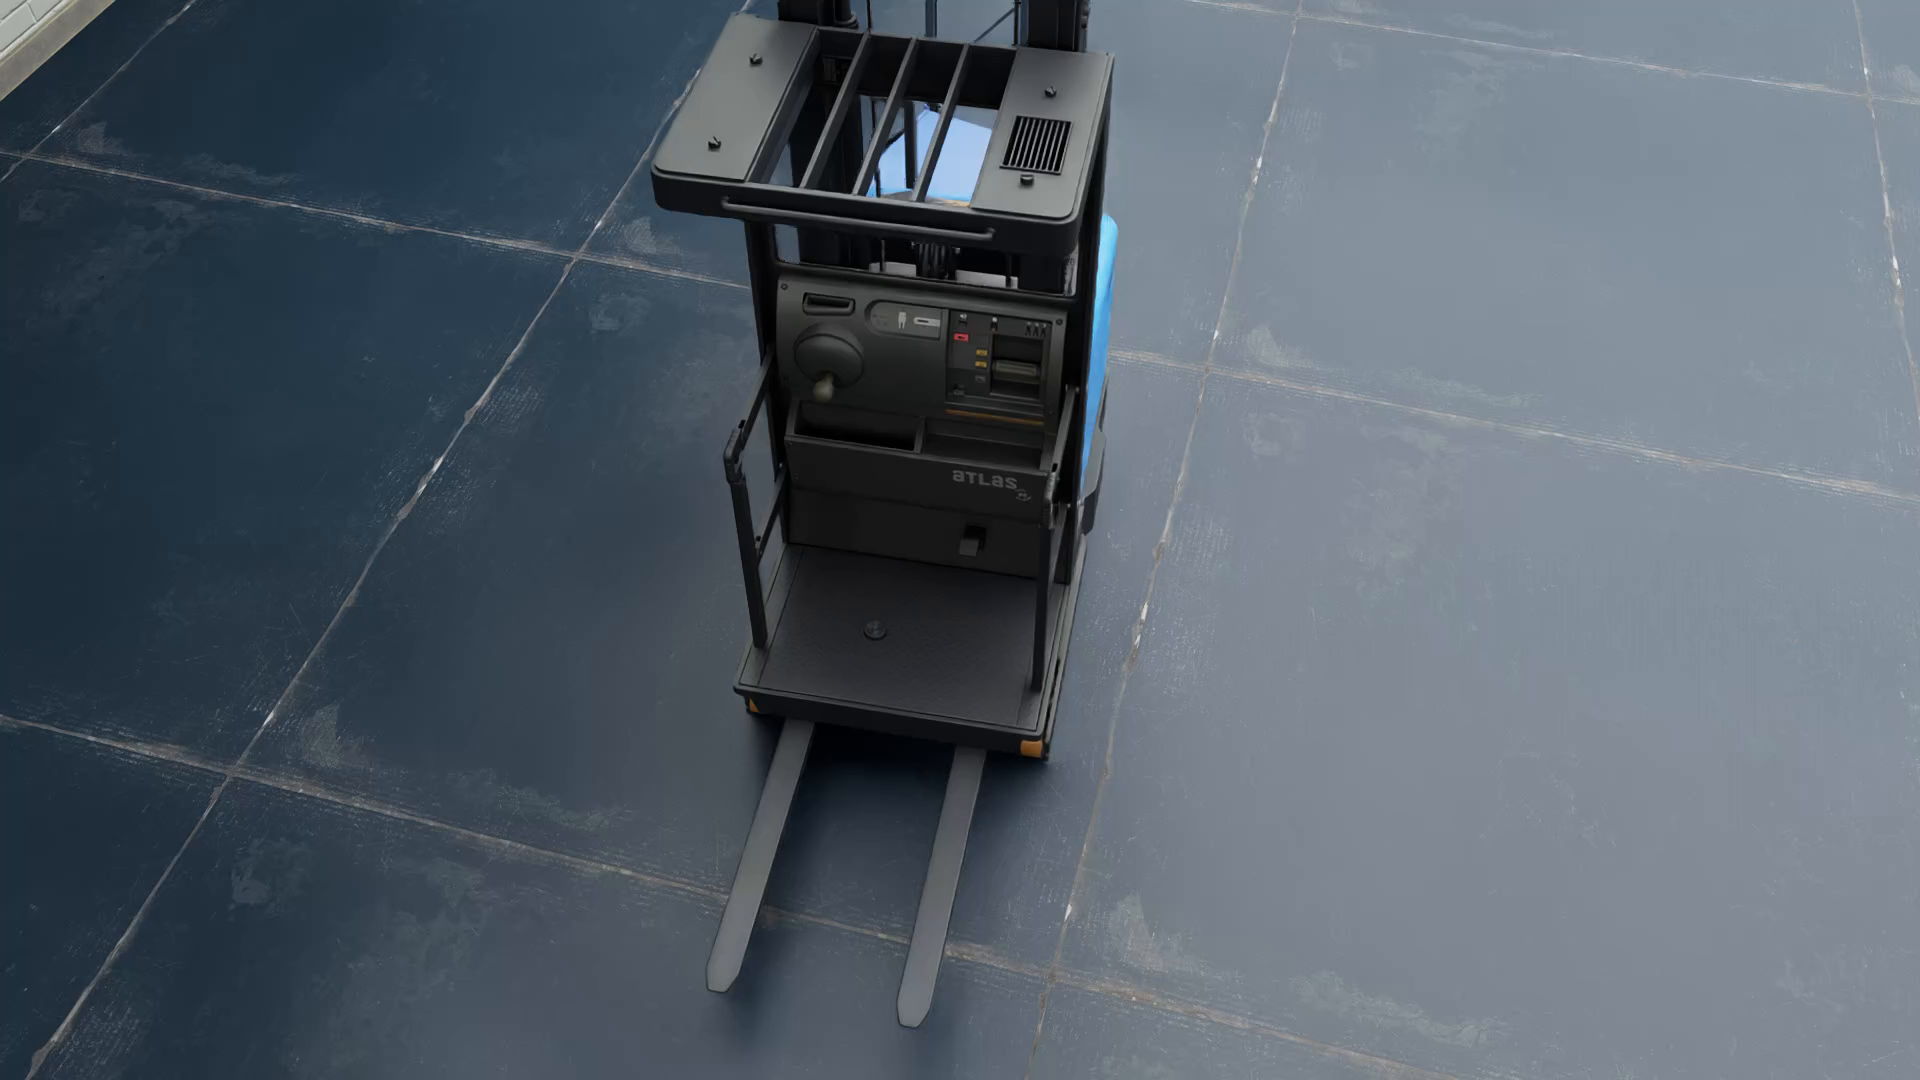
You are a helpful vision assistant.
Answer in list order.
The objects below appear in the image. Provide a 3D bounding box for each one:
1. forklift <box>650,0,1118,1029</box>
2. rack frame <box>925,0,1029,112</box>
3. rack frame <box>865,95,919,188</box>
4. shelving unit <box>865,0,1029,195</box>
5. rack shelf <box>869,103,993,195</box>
[{"bbox_3d":[-0.168,-0.498,5.153,1.130,2.935,3.031,8,49,7],"label":"forklift"},{"bbox_3d":[0.078,-1.956,7.395,0.500,1.500,0.032,21,52,18],"label":"rack frame"},{"bbox_3d":[-0.388,-1.279,6.797,0.500,1.500,0.032,21,52,18],"label":"rack frame"},{"bbox_3d":[-0.155,-1.617,7.096,0.538,1.500,1.048,21,52,18],"label":"shelving unit"},{"bbox_3d":[-0.155,-1.498,7.231,0.538,0.185,1.000,21,52,18],"label":"rack shelf"}]
